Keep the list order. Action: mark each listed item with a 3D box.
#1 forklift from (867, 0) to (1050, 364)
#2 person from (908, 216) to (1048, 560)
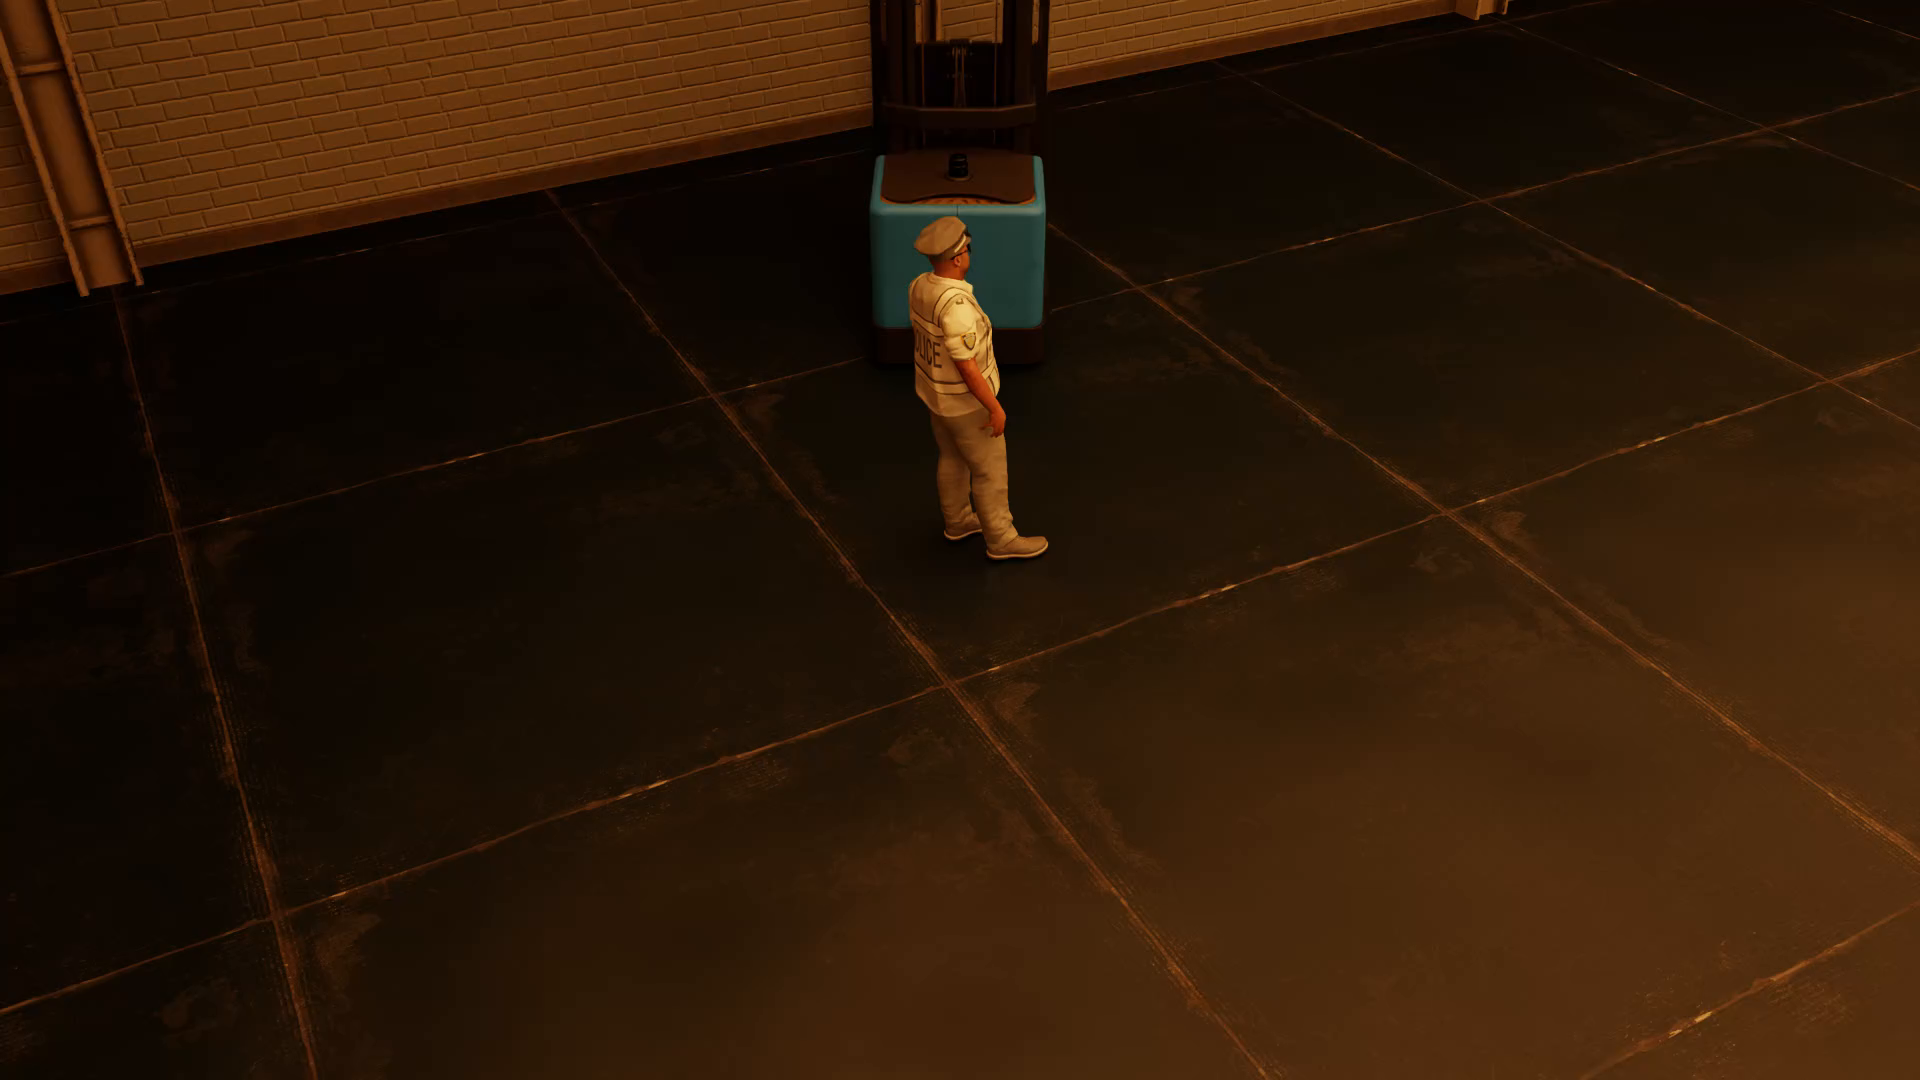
[{"bbox_3d":[0.001,-3.075,10.474,1.130,2.935,3.031,0,35,0],"label":"forklift"},{"bbox_3d":[0.074,-0.748,8.165,0.575,1.780,0.640,-17,39,-23],"label":"person"}]
